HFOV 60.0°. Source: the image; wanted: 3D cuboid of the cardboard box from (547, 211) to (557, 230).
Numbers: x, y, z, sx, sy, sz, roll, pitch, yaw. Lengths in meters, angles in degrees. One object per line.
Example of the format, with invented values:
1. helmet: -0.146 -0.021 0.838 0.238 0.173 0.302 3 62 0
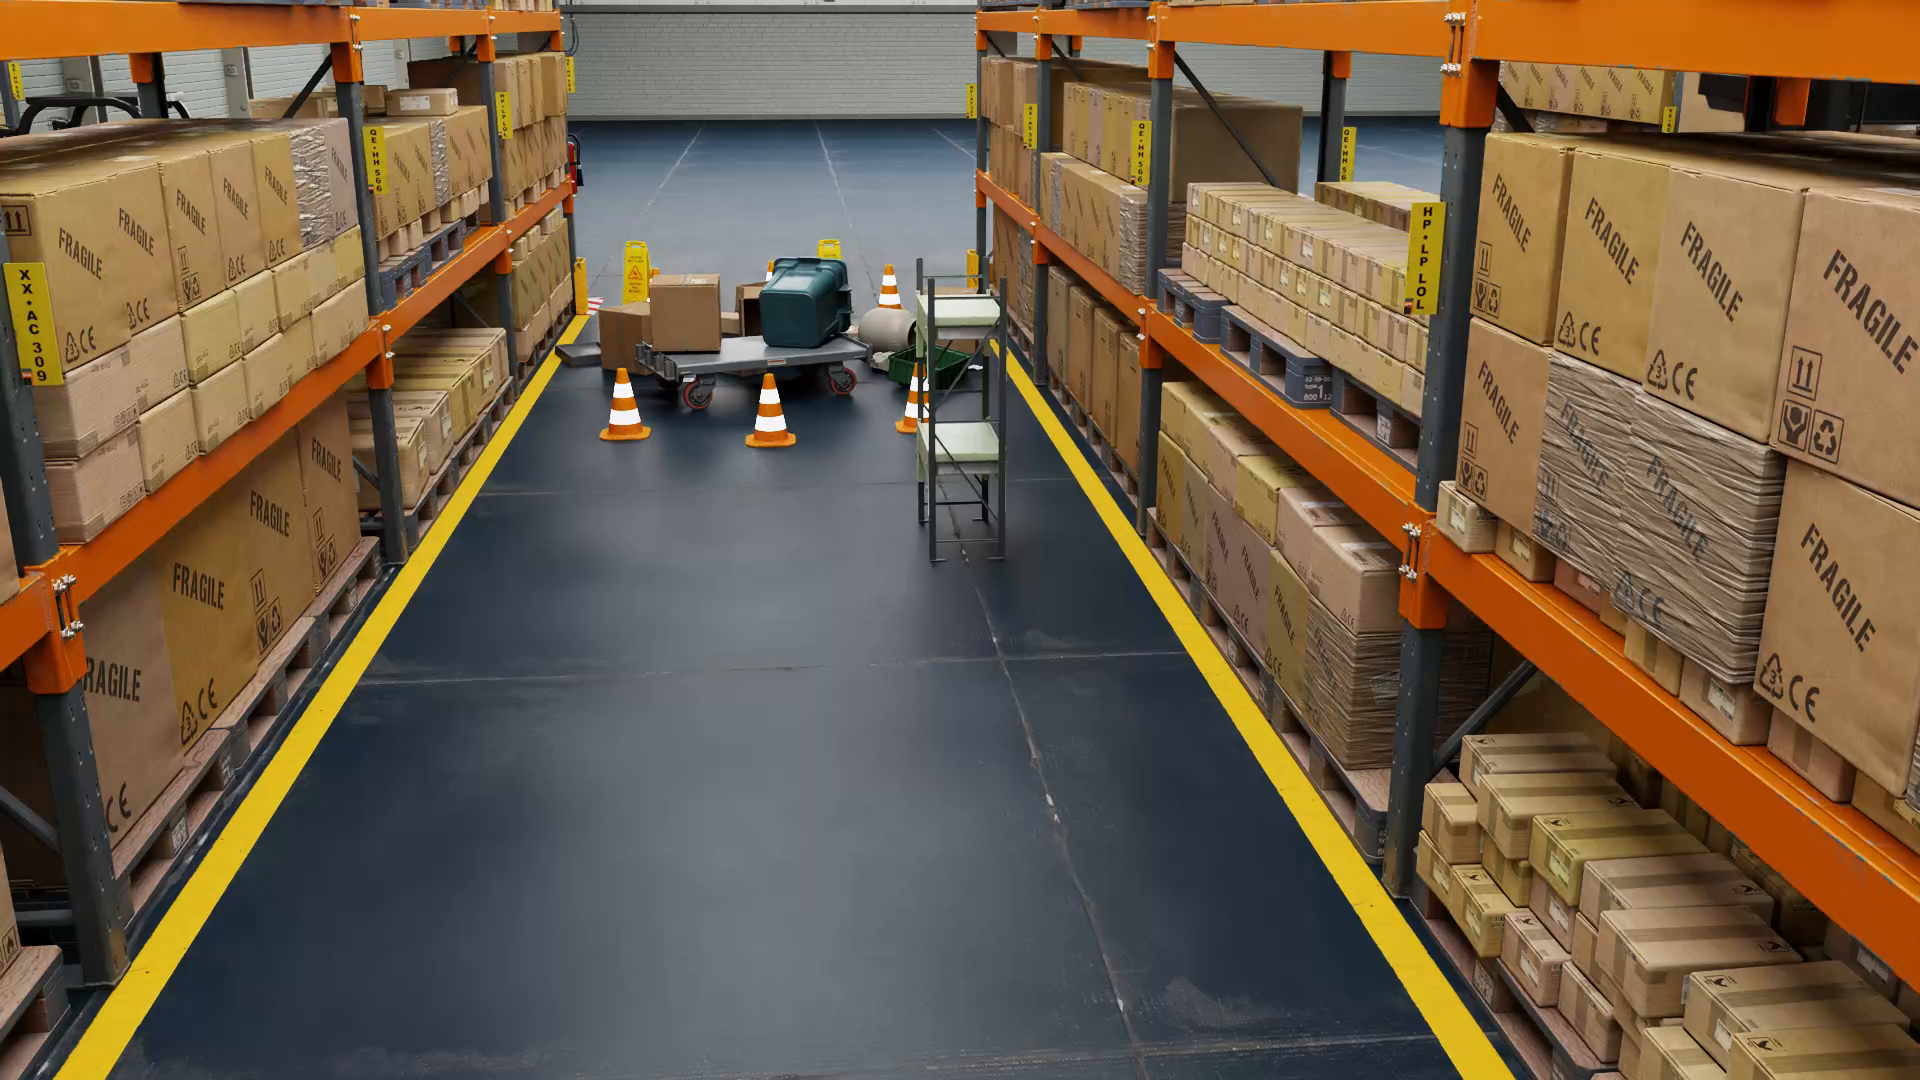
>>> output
1. cardboard box: -3.776 -2.820 14.707 0.380 0.149 0.250 -1 17 -5

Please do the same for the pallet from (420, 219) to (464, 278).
1. pallet: -3.666 -1.791 10.194 1.003 0.211 1.213 -2 18 -6

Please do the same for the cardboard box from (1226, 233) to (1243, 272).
1. cardboard box: 1.430 -1.314 7.576 0.380 0.149 0.250 -2 18 -5

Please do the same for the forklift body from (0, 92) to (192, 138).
1. forklift body: -7.173 -2.609 13.898 2.313 2.155 1.214 -2 18 -6

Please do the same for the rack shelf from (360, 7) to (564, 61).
1. rack shelf: -4.040 -4.169 13.643 1.077 0.370 4.000 -2 18 -6

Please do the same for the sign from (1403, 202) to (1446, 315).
1. sign: 1.353 -0.819 4.846 0.100 0.325 0.005 -2 18 -6

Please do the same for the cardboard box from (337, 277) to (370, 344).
1. cardboard box: -3.110 -1.080 7.859 0.500 0.250 0.500 -2 18 -8

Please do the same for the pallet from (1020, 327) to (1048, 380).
1. pallet: 1.079 -1.567 13.817 1.003 0.211 1.213 -2 18 -6

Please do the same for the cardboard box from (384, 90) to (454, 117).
1. cardboard box: -3.425 -2.769 10.541 0.380 0.149 0.250 -3 18 -8

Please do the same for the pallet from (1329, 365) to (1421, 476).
1. pallet: 1.971 -0.426 5.846 1.003 0.211 1.213 -2 18 -6

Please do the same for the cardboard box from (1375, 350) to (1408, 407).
1. cardboard box: 1.640 -0.555 5.657 0.380 0.149 0.250 -2 18 -5

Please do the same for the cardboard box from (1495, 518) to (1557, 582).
1. cardboard box: 1.709 0.004 4.577 0.380 0.149 0.250 -1 17 -4

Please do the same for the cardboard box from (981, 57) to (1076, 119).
1. cardboard box: 0.667 -4.335 15.926 0.875 0.550 0.550 -2 18 -6

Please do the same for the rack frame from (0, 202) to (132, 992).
1. rack frame: -3.008 -0.102 4.495 1.000 3.000 0.127 -2 18 -6

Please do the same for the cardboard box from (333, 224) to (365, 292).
1. cardboard box: -3.118 -1.324 7.804 0.500 0.250 0.500 -2 18 -6

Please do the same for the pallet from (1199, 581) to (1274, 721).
1. pallet: 1.694 0.449 7.395 1.003 0.211 1.213 -2 18 -6

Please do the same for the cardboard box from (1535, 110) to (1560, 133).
1. cardboard box: 5.820 -3.713 15.332 0.875 0.500 0.500 -2 18 -6

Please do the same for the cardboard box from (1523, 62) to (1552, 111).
1. cardboard box: 5.494 -4.180 15.150 0.500 0.500 0.500 -2 18 -6

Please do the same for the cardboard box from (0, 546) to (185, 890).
1. cardboard box: -3.152 0.529 5.331 0.875 0.875 0.875 -1 17 -4

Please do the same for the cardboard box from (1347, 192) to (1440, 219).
1. cardboard box: 2.050 -1.557 7.852 0.380 0.149 0.250 -1 17 -4

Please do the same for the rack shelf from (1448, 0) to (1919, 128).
1. rack shelf: 2.111 -0.777 2.838 1.077 0.370 4.000 -2 18 -6

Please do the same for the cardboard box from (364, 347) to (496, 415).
1. cardboard box: -3.699 -1.062 11.238 0.950 0.372 0.625 -1 17 -2

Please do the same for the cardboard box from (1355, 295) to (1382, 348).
1. cardboard box: 1.616 -0.773 5.852 0.380 0.149 0.250 -1 17 -3

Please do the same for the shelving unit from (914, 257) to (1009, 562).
1. shelving unit: -0.001 -0.718 8.959 0.431 1.500 0.755 -2 18 -6

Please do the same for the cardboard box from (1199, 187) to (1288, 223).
1. cardboard box: 1.378 -1.618 8.047 0.380 0.149 0.250 -2 18 -7

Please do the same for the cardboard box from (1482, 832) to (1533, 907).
1. cardboard box: 1.739 0.923 4.791 0.380 0.149 0.250 -2 18 -5

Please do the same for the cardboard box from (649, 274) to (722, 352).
1. cardboard box: -2.066 -1.718 12.551 0.500 0.500 0.500 -2 18 -6

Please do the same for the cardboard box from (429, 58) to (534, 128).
1. cardboard box: -3.694 -3.443 12.803 0.700 0.500 0.500 -2 18 -5

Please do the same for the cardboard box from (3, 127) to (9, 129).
1. cardboard box: -8.871 -3.432 14.935 0.500 0.500 0.500 -2 18 -7

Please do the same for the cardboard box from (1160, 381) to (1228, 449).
1. cardboard box: 1.323 -0.630 8.395 0.500 0.250 0.500 -3 18 -8

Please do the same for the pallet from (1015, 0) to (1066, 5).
1. pallet: 1.006 -4.302 13.011 1.003 0.211 1.213 -2 18 -6

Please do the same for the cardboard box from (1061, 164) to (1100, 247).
1. cardboard box: 0.968 -2.252 11.176 0.500 0.500 0.500 -2 18 -6

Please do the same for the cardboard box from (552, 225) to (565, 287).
1. cardboard box: -3.847 -2.538 14.890 0.500 0.500 0.500 -1 17 -4

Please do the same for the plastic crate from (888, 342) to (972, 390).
1. plastic crate: -0.241 -1.366 13.118 0.450 0.188 0.662 18 23 19

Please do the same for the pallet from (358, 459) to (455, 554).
1. pallet: -3.500 -0.196 9.450 1.003 0.211 1.213 -2 18 -6

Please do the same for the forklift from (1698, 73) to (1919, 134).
1. forklift: 4.217 -1.222 8.175 1.130 2.935 3.031 1 17 2

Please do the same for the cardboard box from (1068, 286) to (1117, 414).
1. cardboard box: 1.329 -1.326 11.448 1.050 0.750 0.750 -2 18 -6

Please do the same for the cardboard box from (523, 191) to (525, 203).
1. cardboard box: -3.732 -2.775 13.427 0.380 0.149 0.250 -2 18 -6

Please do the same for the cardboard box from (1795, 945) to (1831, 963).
1. cardboard box: 2.313 1.129 4.134 0.380 0.149 0.250 -1 17 -4

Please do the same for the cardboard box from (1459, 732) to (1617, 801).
1. cardboard box: 1.734 0.700 5.006 0.380 0.149 0.250 -1 17 -3

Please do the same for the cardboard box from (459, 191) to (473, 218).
1. cardboard box: -3.404 -2.191 10.866 0.380 0.149 0.250 -2 18 -5

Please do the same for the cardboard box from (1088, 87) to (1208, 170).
1. cardboard box: 1.244 -2.742 11.067 0.700 0.500 0.500 -2 18 -5

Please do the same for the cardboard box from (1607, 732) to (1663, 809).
1. cardboard box: 2.201 0.689 5.041 0.380 0.149 0.250 -1 17 -4

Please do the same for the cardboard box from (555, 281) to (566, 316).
1. cardboard box: -3.849 -2.179 14.999 0.500 0.250 0.500 -2 18 -5

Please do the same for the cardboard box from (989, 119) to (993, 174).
1. cardboard box: 0.751 -3.823 16.096 0.875 0.550 0.550 -2 18 -6

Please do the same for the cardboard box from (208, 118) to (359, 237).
1. cardboard box: -3.107 -1.673 7.661 0.500 0.500 0.500 -2 18 -7

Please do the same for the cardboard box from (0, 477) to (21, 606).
1. cardboard box: -2.706 -0.020 4.065 0.500 0.500 0.500 -2 18 -5

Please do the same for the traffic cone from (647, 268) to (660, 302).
1. traffic cone: -2.918 -2.379 15.982 0.336 0.463 0.334 -2 18 -6

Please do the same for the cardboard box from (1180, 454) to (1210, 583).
1. cardboard box: 1.367 -0.116 8.012 0.500 0.500 0.500 -2 17 -5

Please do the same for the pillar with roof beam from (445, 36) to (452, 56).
1. pillar with roof beam: -8.820 -15.221 42.636 9.100 9.000 0.400 -2 18 -6

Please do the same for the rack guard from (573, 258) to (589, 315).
1. rack guard: -4.238 -2.462 16.185 1.175 0.500 0.348 -2 18 -6

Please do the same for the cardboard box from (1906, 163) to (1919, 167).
1. cardboard box: 2.320 -0.513 3.472 0.500 0.500 0.500 -1 17 -4

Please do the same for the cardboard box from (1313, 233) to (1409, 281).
1. cardboard box: 1.567 -1.072 6.308 0.380 0.149 0.250 -2 18 -7

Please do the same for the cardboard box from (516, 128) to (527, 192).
1. cardboard box: -3.676 -2.964 12.946 0.500 0.500 0.500 -2 18 -6

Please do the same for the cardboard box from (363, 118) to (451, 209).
1. cardboard box: -3.403 -2.287 10.091 0.500 0.500 0.500 -2 18 -8

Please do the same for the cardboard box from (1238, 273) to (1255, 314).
1. cardboard box: 1.453 -1.098 7.385 0.380 0.149 0.250 -1 17 -4
